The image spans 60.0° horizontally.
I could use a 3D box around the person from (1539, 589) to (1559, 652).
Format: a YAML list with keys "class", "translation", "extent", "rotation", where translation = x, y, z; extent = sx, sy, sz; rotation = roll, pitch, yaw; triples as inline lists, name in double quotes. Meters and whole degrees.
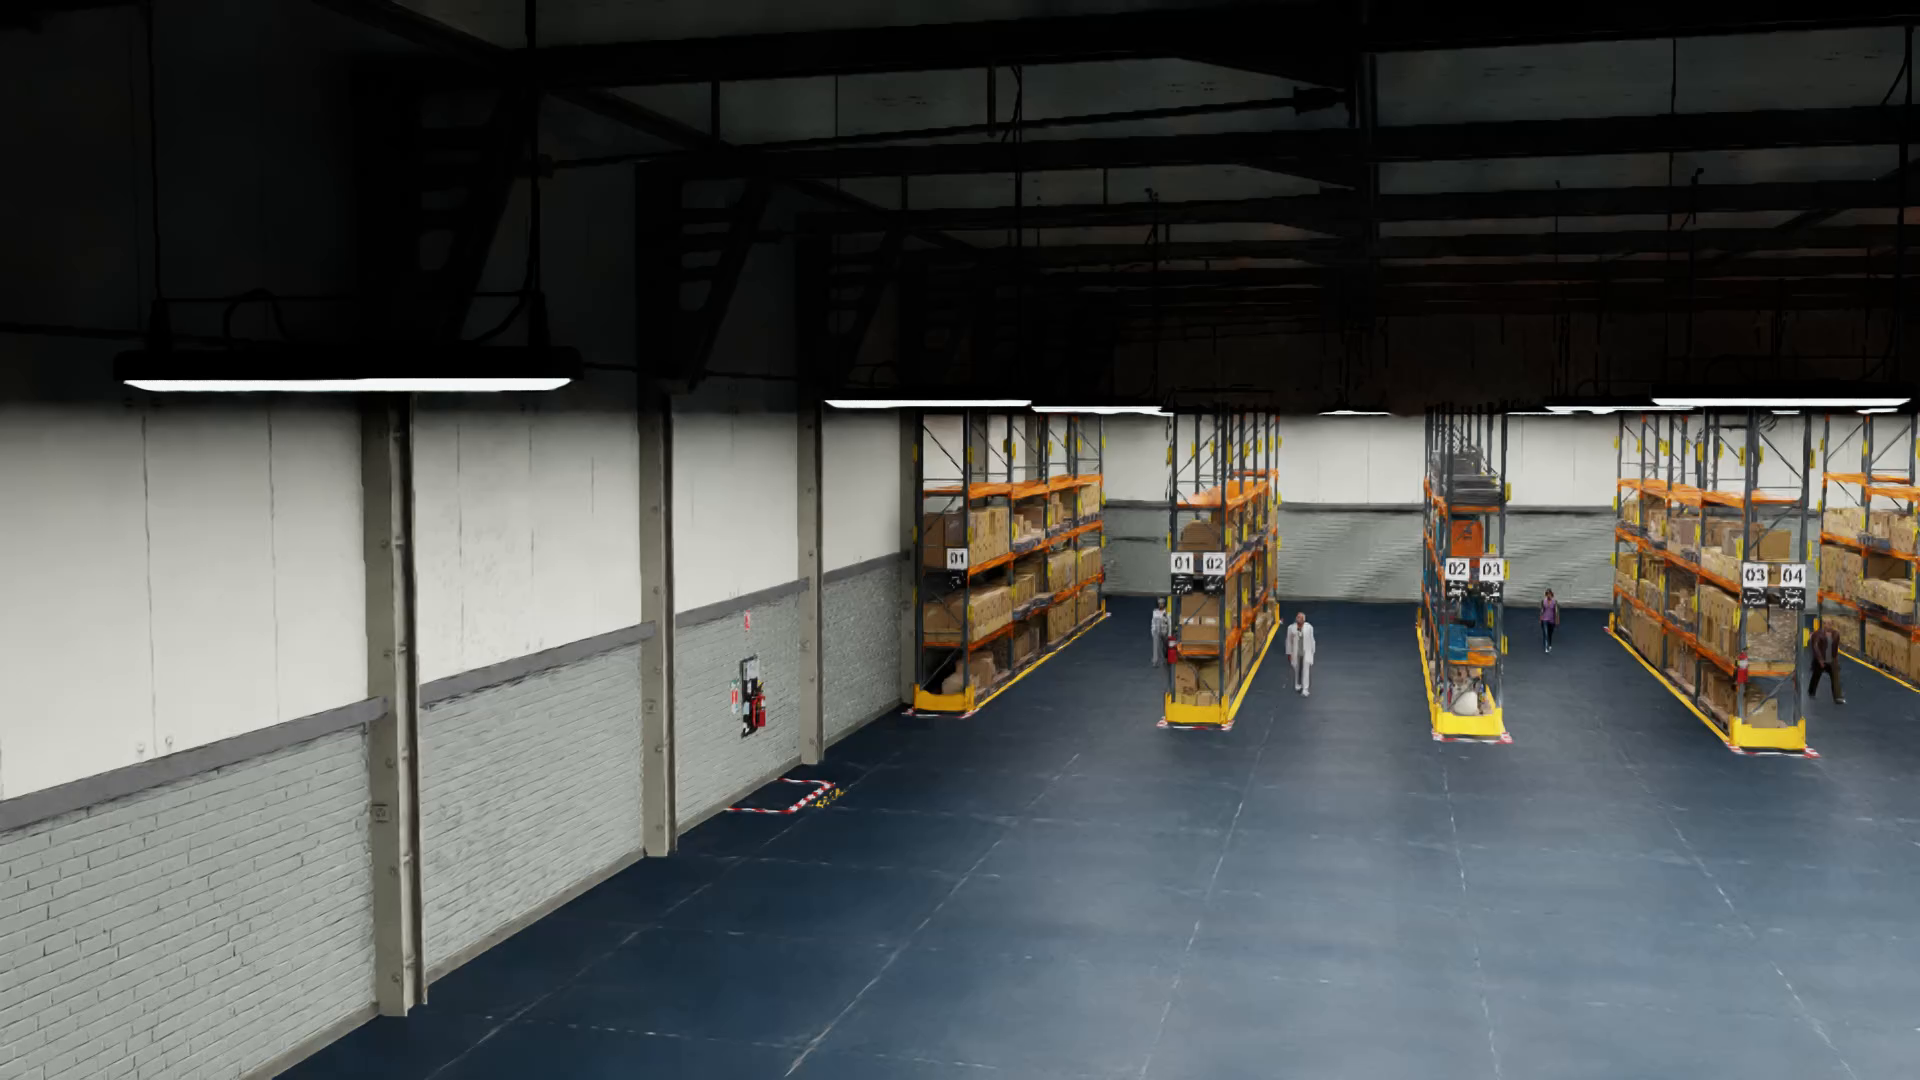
- class: "person"
  translation: [14.383, 1.949, 40.573]
  extent: [0.432, 1.539, 0.947]
  rotation: [1, 4, 13]

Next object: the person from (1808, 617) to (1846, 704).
- class: "person"
  translation: [17.333, 2.436, 33.298]
  extent: [0.580, 1.621, 1.102]
  rotation: [0, 4, 6]

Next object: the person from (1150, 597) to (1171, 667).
- class: "person"
  translation: [4.620, 2.091, 38.086]
  extent: [0.489, 1.587, 1.075]
  rotation: [1, 4, 12]

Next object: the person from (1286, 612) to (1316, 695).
- class: "person"
  translation: [7.033, 2.318, 34.356]
  extent: [0.598, 1.698, 1.194]
  rotation: [1, 4, 17]
